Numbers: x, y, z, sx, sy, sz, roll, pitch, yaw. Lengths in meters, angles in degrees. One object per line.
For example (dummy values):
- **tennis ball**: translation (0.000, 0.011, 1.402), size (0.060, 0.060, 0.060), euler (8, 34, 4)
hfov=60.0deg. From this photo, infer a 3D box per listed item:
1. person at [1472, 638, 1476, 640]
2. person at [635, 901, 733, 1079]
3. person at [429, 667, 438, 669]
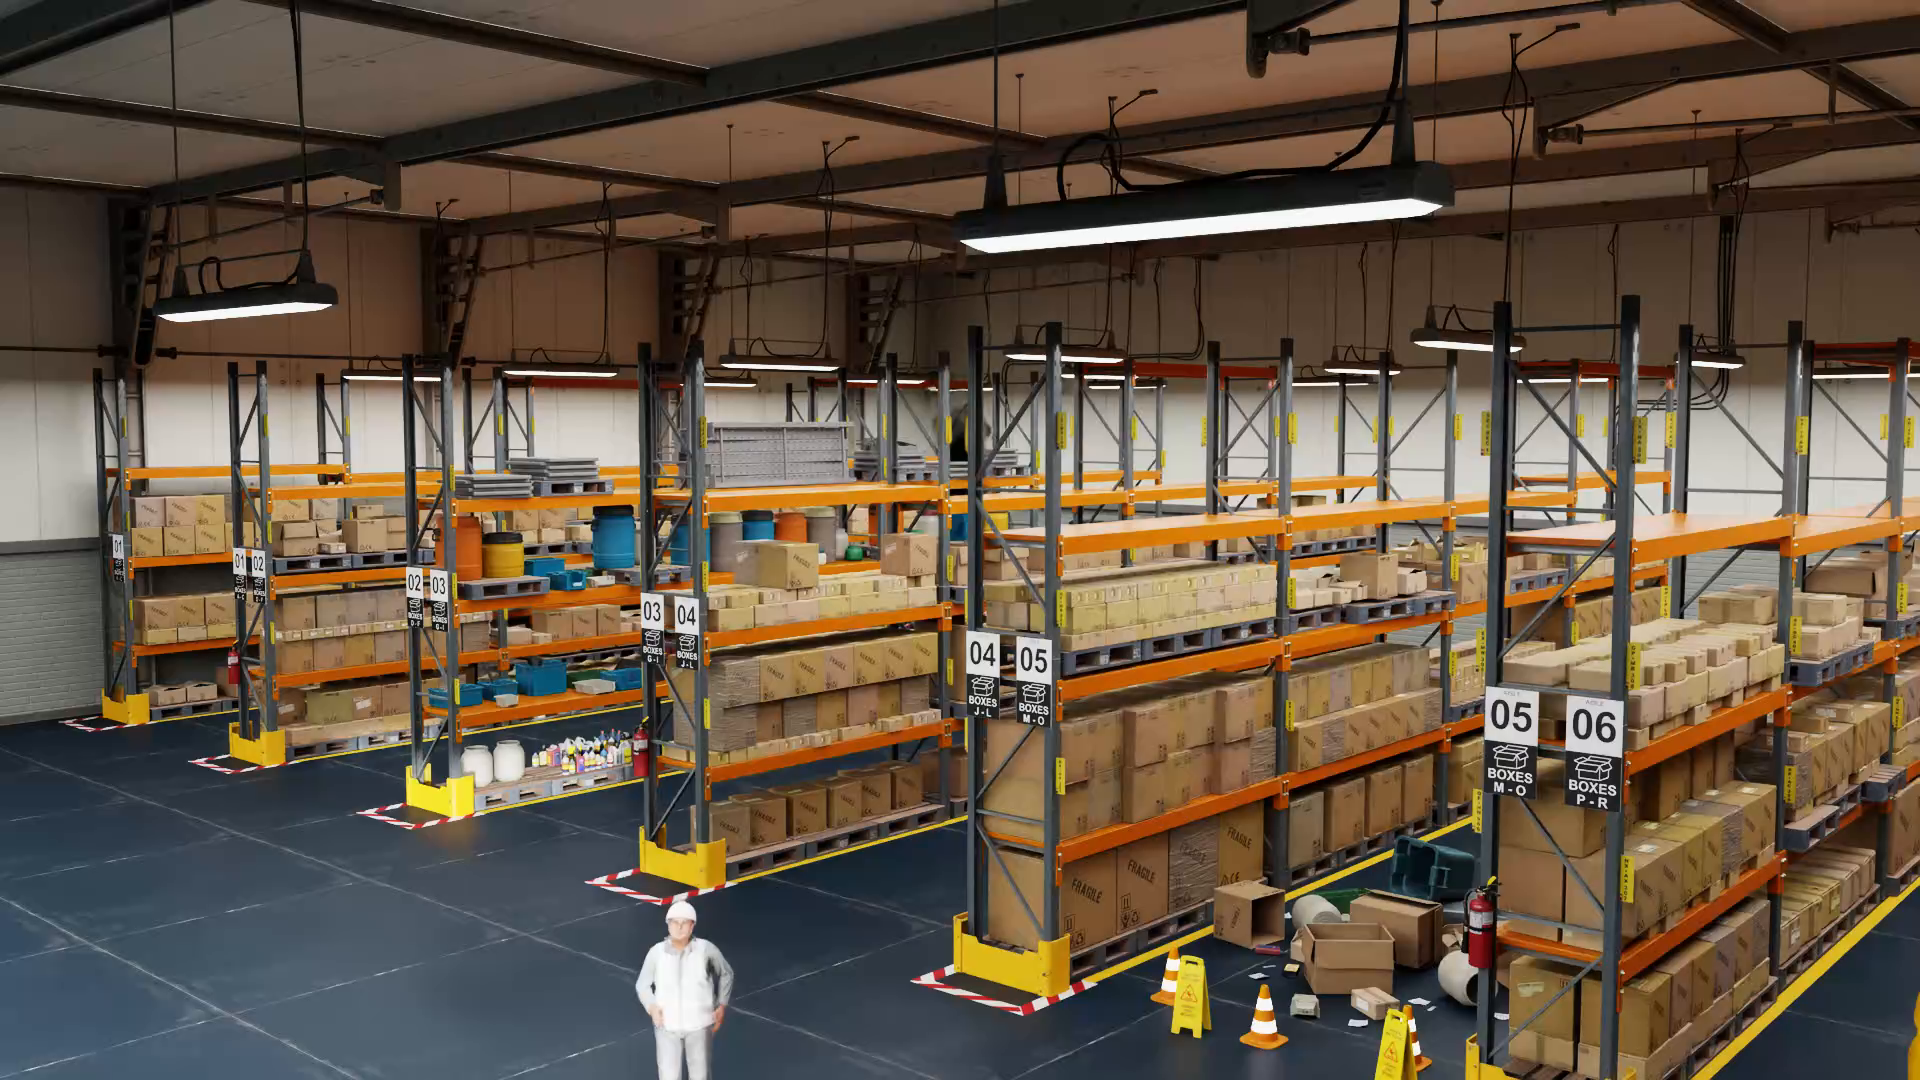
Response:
- **person**: translation (8.375, 2.388, 26.923), size (0.619, 1.611, 0.597), euler (-3, 5, -38)
- **person**: translation (-1.969, 3.438, 11.873), size (0.691, 1.732, 0.609), euler (0, 4, -4)
- **person**: translation (-9.400, 2.163, 29.893), size (0.568, 1.678, 0.865), euler (3, 5, 33)
